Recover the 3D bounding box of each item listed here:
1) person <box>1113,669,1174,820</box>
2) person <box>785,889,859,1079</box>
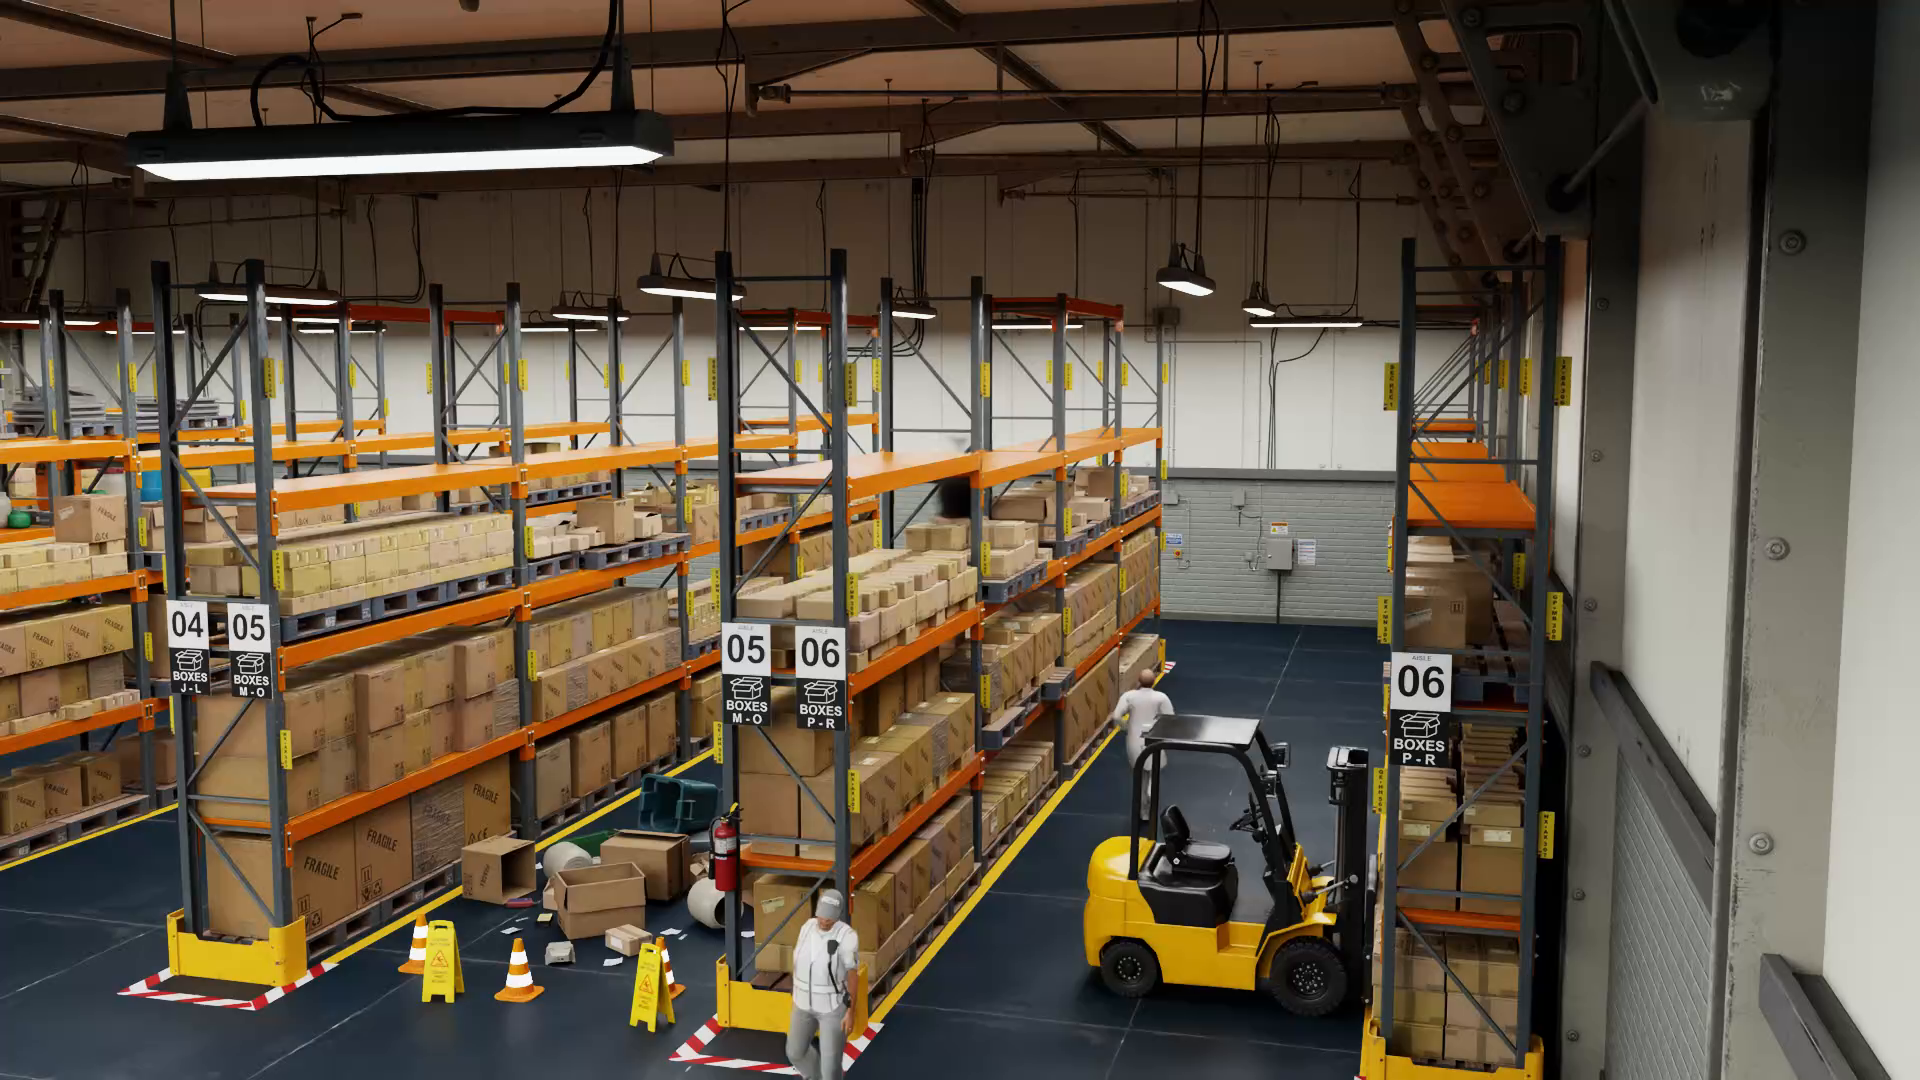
[{"bbox_3d":[2.088,2.326,18.769,0.710,1.756,0.661,2,6,18],"label":"person"},{"bbox_3d":[-0.951,3.155,11.363,0.618,1.645,0.512,3,7,24],"label":"person"}]
